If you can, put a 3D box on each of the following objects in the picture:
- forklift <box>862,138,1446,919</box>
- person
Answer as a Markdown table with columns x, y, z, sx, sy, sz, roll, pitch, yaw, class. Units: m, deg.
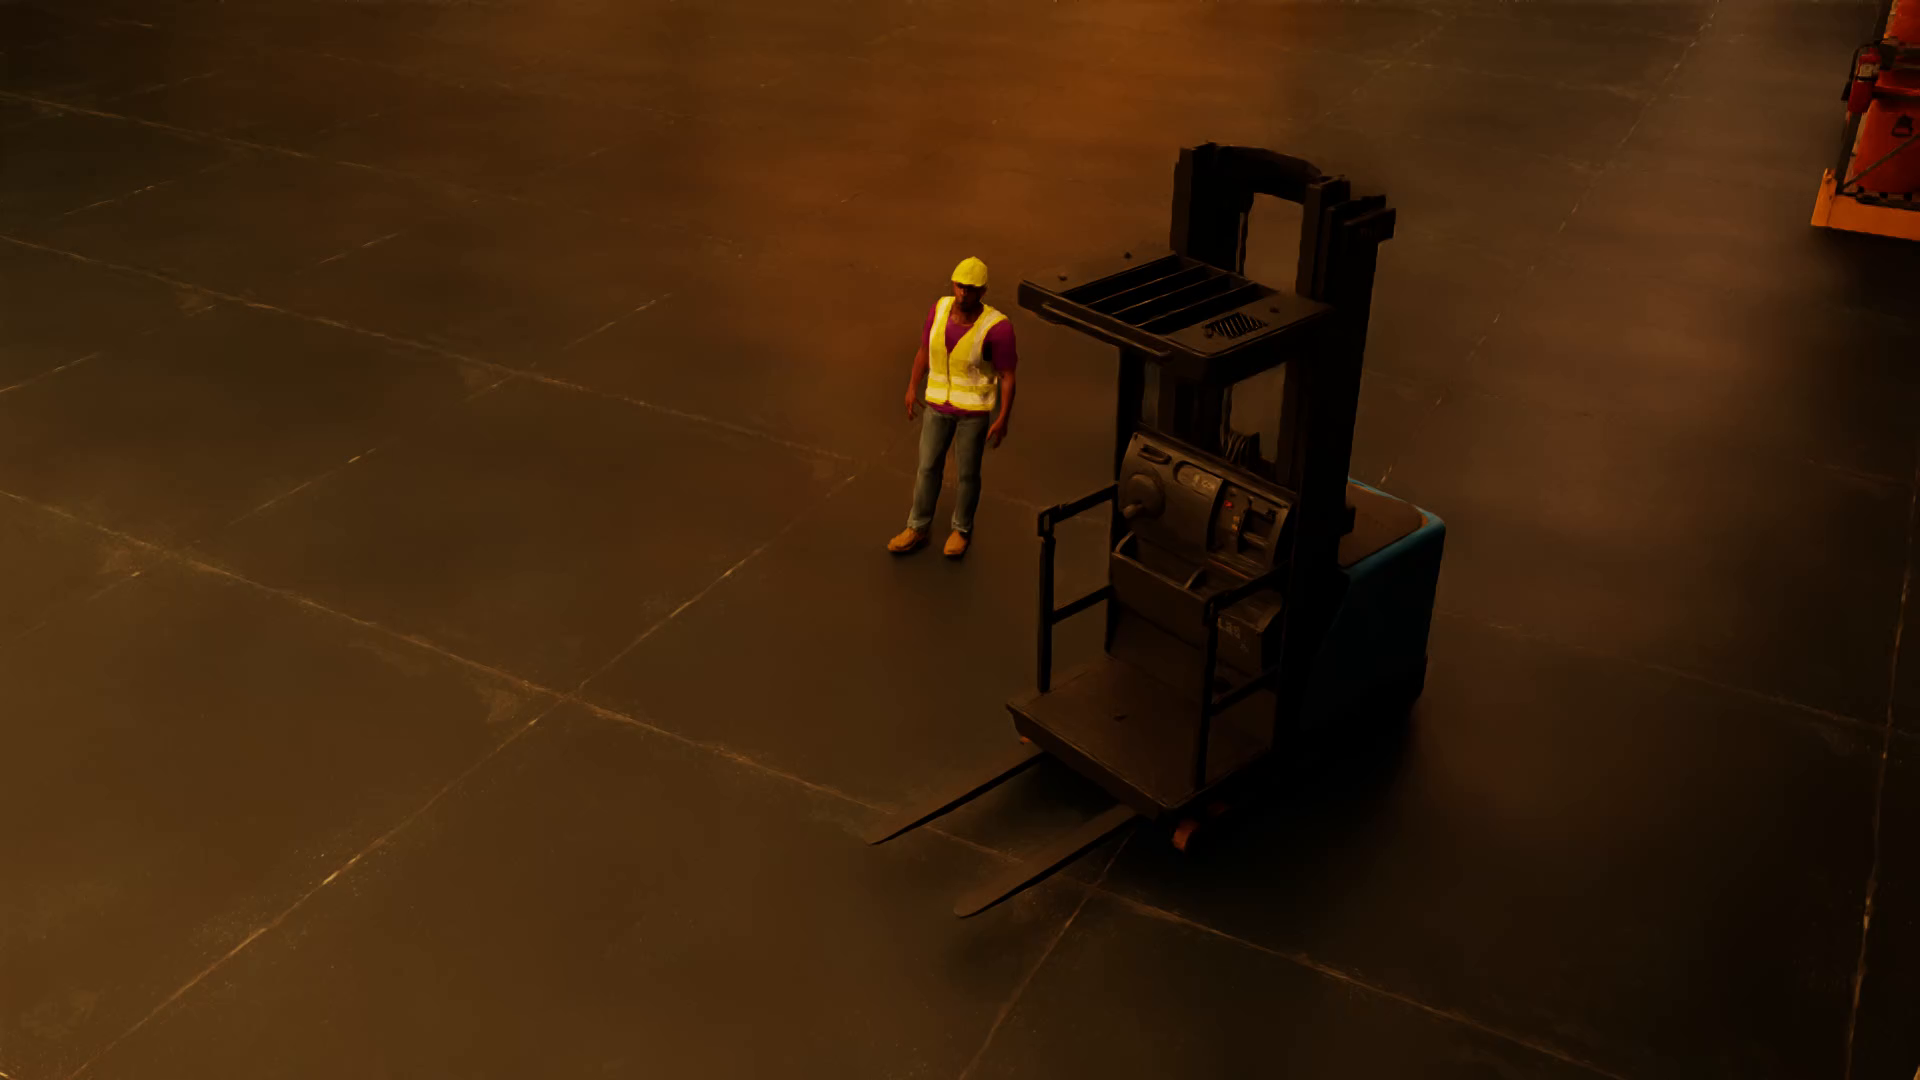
| x | y | z | sx | sy | sz | roll | pitch | yaw | class |
| --- | --- | --- | --- | --- | --- | --- | --- | --- | --- |
| 0.926 | -0.140 | 7.314 | 3.031 | 2.935 | 1.130 | -24 | 37 | -35 | forklift |
| -0.039 | -0.742 | 9.507 | 0.665 | 1.766 | 0.576 | 15 | 33 | 25 | person |
